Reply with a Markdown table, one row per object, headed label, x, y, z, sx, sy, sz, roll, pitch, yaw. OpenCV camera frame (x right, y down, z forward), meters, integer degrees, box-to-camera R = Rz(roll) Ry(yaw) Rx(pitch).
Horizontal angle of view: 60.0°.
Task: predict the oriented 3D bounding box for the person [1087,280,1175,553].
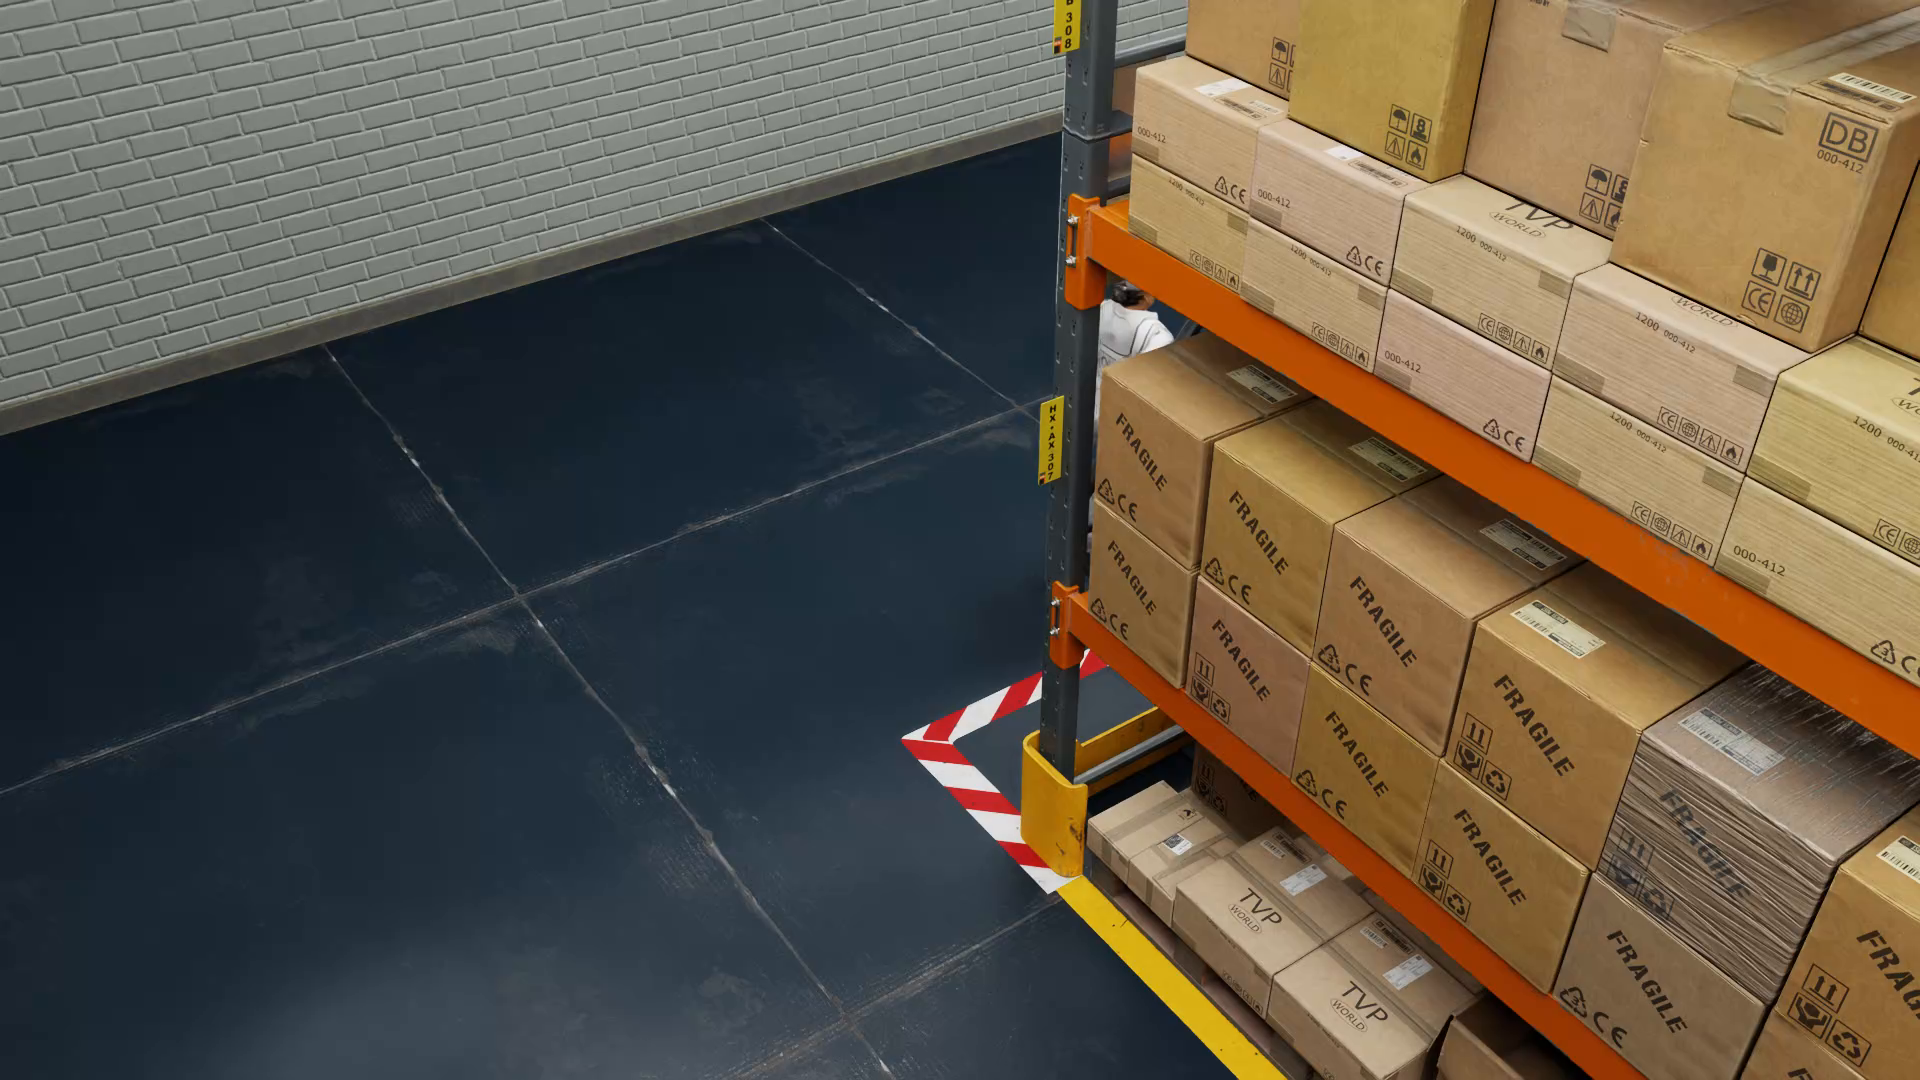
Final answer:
| label | x | y | z | sx | sy | sz | roll | pitch | yaw |
| --- | --- | --- | --- | --- | --- | --- | --- | --- | --- |
| person | 0.834 | -0.588 | 7.770 | 0.470 | 1.676 | 0.519 | -27 | 44 | -32 |
